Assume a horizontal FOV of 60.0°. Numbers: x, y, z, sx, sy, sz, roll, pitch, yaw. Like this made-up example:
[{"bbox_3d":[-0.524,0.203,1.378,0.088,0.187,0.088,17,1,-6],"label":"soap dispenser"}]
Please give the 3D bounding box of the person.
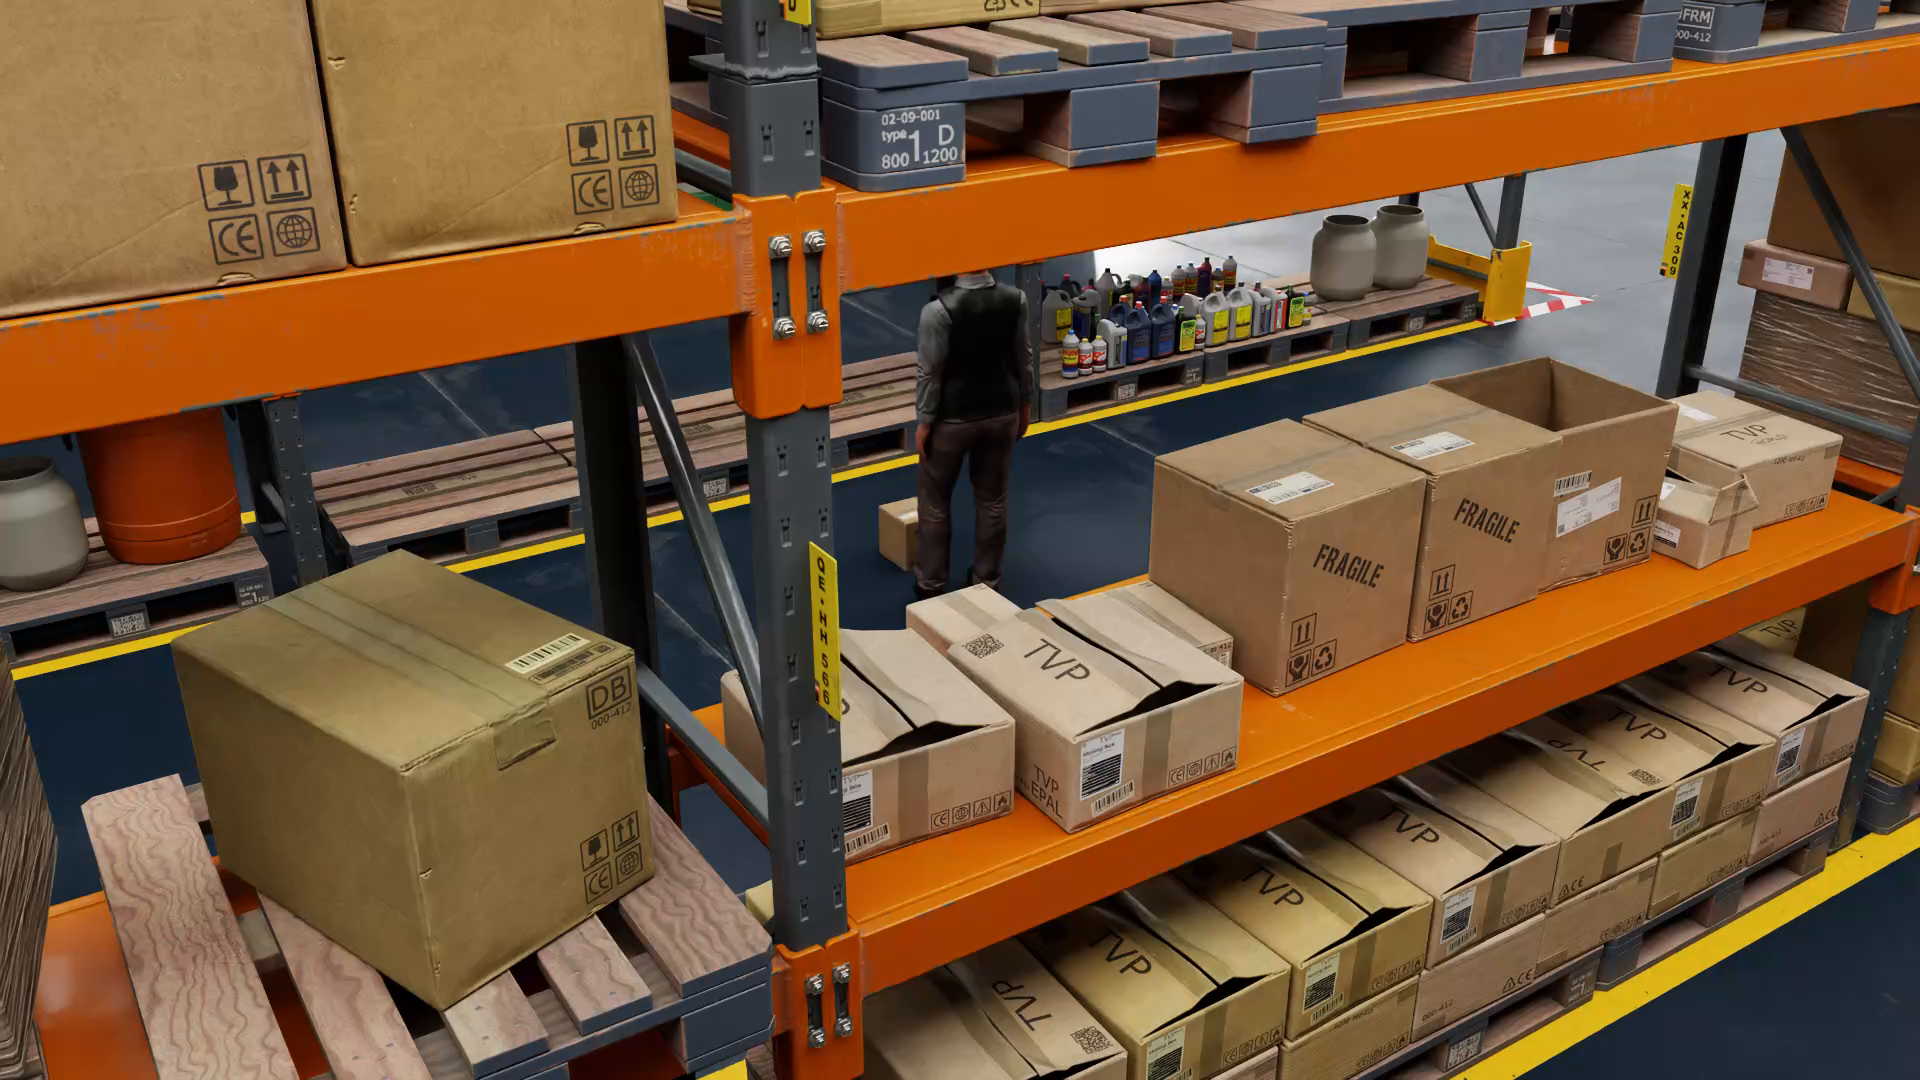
[{"bbox_3d":[0.041,-0.525,7.310,0.575,1.777,0.433,-10,27,-21],"label":"person"}]
